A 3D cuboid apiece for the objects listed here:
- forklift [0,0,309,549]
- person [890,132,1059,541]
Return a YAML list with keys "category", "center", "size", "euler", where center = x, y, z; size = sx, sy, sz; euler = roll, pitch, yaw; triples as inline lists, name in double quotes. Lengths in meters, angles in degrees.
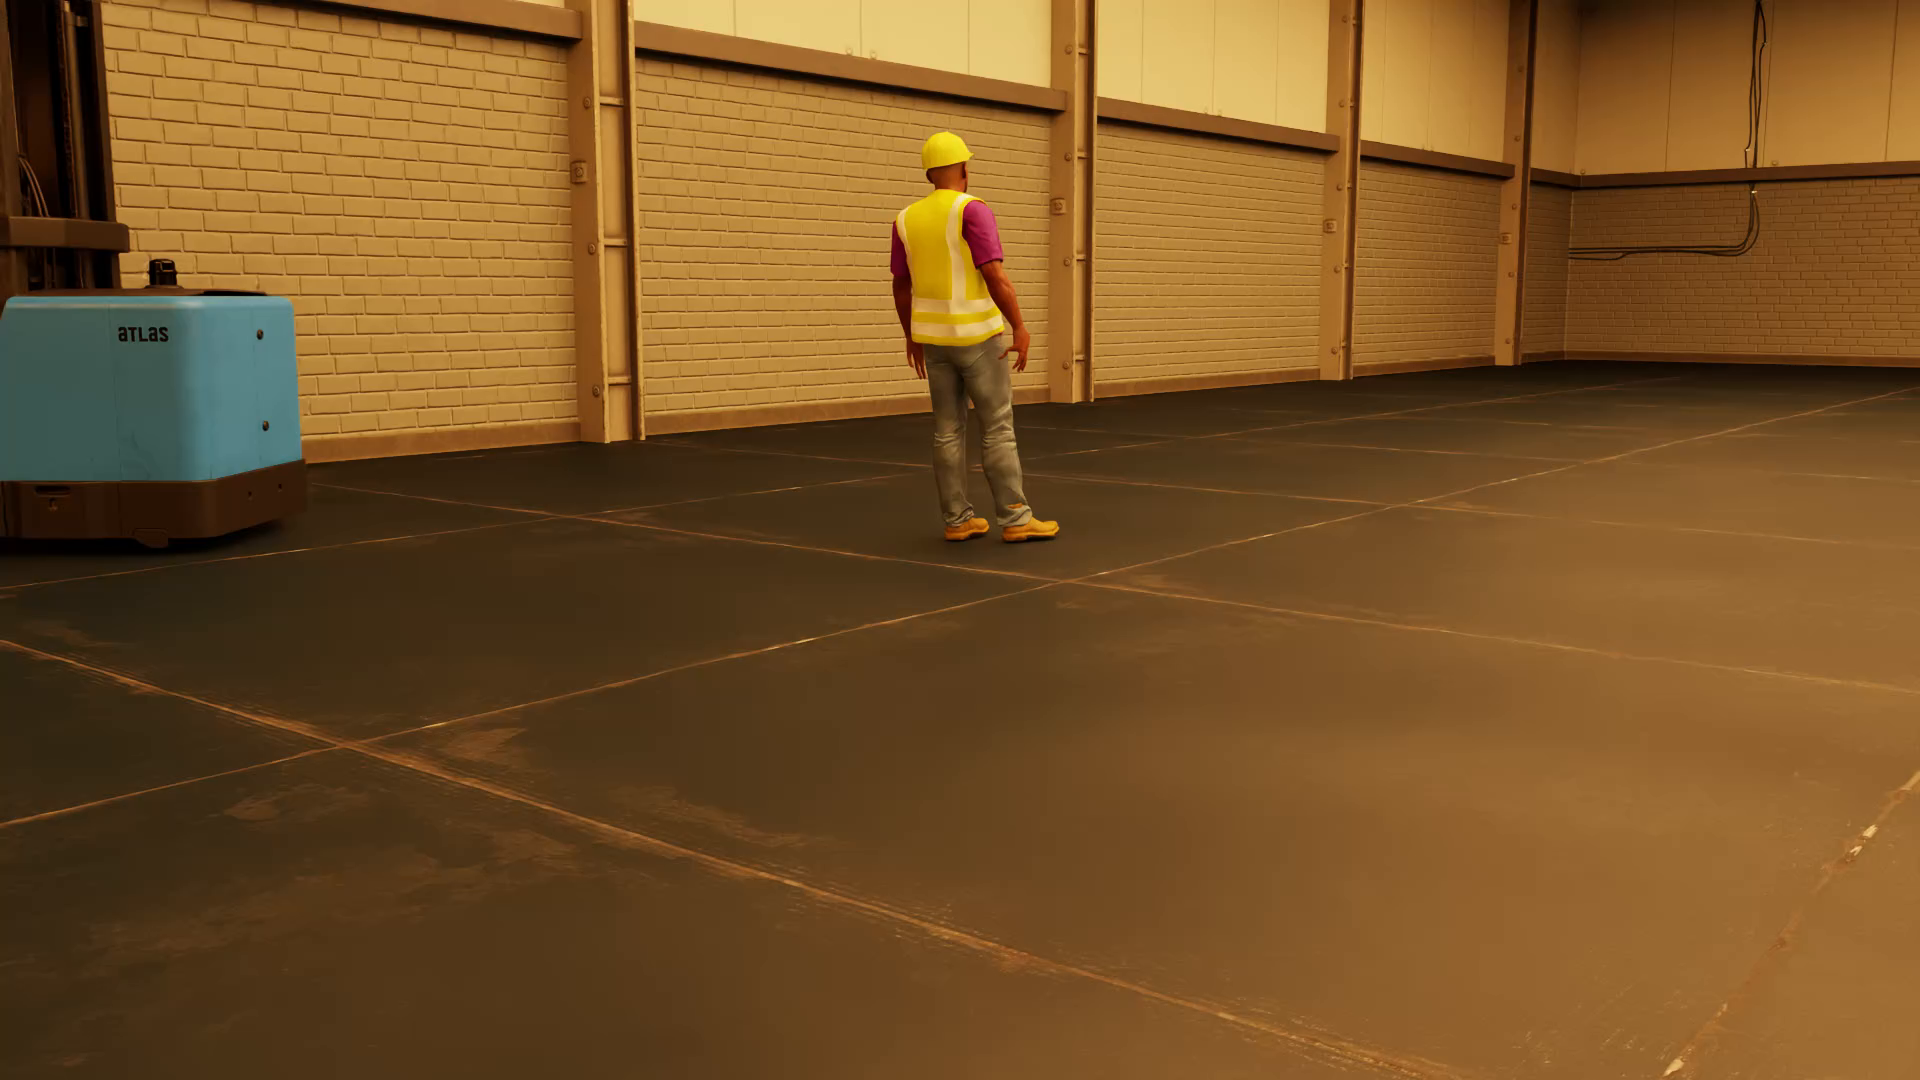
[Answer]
- category: "forklift"
  center: [-4.621, -1.467, 7.309]
  size: [3.031, 2.935, 1.130]
  euler: [0, 8, 2]
- category: "person"
  center: [0.049, -0.888, 7.327]
  size: [0.665, 1.768, 0.575]
  euler: [7, 11, 38]
